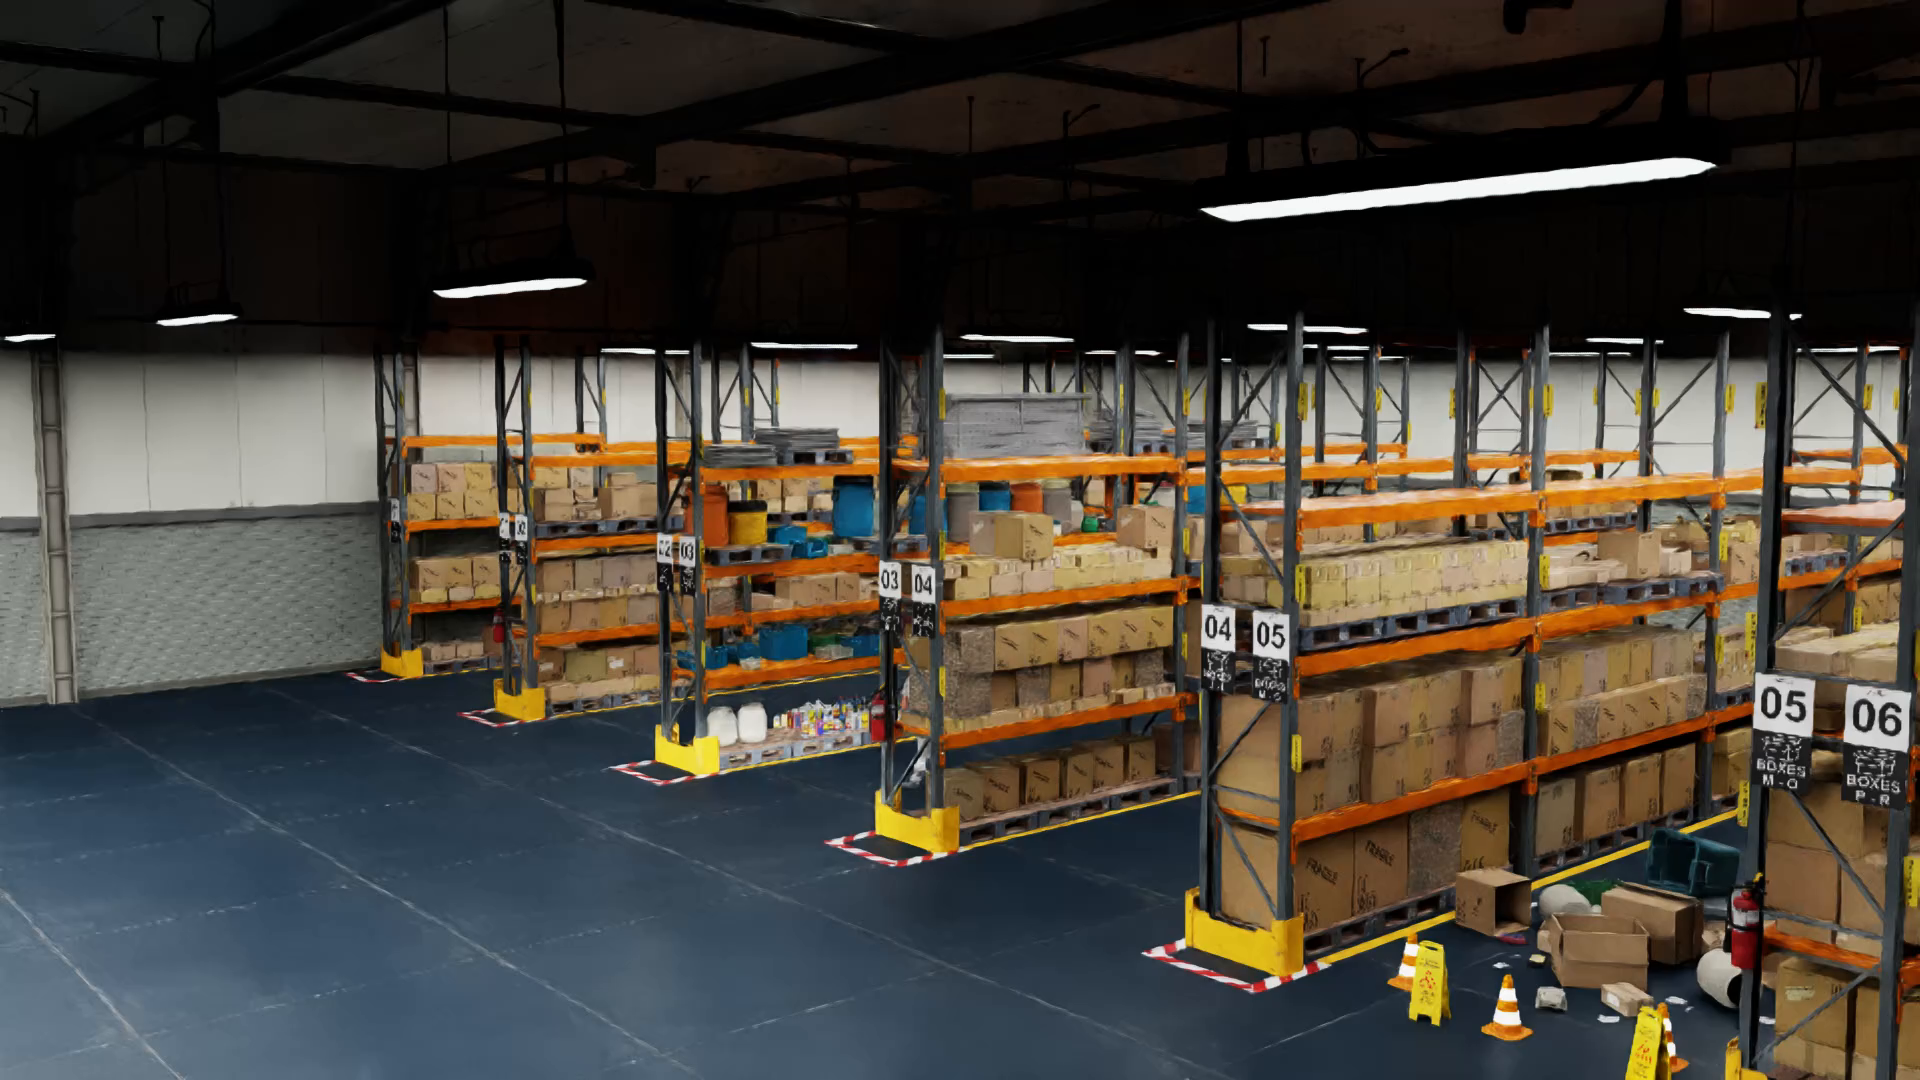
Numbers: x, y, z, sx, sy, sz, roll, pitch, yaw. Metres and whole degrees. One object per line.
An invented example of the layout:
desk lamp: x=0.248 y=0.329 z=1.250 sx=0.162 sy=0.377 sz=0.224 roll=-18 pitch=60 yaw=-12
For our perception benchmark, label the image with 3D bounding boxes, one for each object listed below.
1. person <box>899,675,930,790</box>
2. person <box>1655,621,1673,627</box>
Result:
person: x=-0.551 y=2.328 z=21.584 sx=0.528 sy=1.728 sz=0.955 roll=4 pitch=7 yaw=41
person: x=10.803 y=2.026 z=25.579 sx=1.086 sy=1.589 sz=0.495 roll=-4 pitch=7 yaw=-38
